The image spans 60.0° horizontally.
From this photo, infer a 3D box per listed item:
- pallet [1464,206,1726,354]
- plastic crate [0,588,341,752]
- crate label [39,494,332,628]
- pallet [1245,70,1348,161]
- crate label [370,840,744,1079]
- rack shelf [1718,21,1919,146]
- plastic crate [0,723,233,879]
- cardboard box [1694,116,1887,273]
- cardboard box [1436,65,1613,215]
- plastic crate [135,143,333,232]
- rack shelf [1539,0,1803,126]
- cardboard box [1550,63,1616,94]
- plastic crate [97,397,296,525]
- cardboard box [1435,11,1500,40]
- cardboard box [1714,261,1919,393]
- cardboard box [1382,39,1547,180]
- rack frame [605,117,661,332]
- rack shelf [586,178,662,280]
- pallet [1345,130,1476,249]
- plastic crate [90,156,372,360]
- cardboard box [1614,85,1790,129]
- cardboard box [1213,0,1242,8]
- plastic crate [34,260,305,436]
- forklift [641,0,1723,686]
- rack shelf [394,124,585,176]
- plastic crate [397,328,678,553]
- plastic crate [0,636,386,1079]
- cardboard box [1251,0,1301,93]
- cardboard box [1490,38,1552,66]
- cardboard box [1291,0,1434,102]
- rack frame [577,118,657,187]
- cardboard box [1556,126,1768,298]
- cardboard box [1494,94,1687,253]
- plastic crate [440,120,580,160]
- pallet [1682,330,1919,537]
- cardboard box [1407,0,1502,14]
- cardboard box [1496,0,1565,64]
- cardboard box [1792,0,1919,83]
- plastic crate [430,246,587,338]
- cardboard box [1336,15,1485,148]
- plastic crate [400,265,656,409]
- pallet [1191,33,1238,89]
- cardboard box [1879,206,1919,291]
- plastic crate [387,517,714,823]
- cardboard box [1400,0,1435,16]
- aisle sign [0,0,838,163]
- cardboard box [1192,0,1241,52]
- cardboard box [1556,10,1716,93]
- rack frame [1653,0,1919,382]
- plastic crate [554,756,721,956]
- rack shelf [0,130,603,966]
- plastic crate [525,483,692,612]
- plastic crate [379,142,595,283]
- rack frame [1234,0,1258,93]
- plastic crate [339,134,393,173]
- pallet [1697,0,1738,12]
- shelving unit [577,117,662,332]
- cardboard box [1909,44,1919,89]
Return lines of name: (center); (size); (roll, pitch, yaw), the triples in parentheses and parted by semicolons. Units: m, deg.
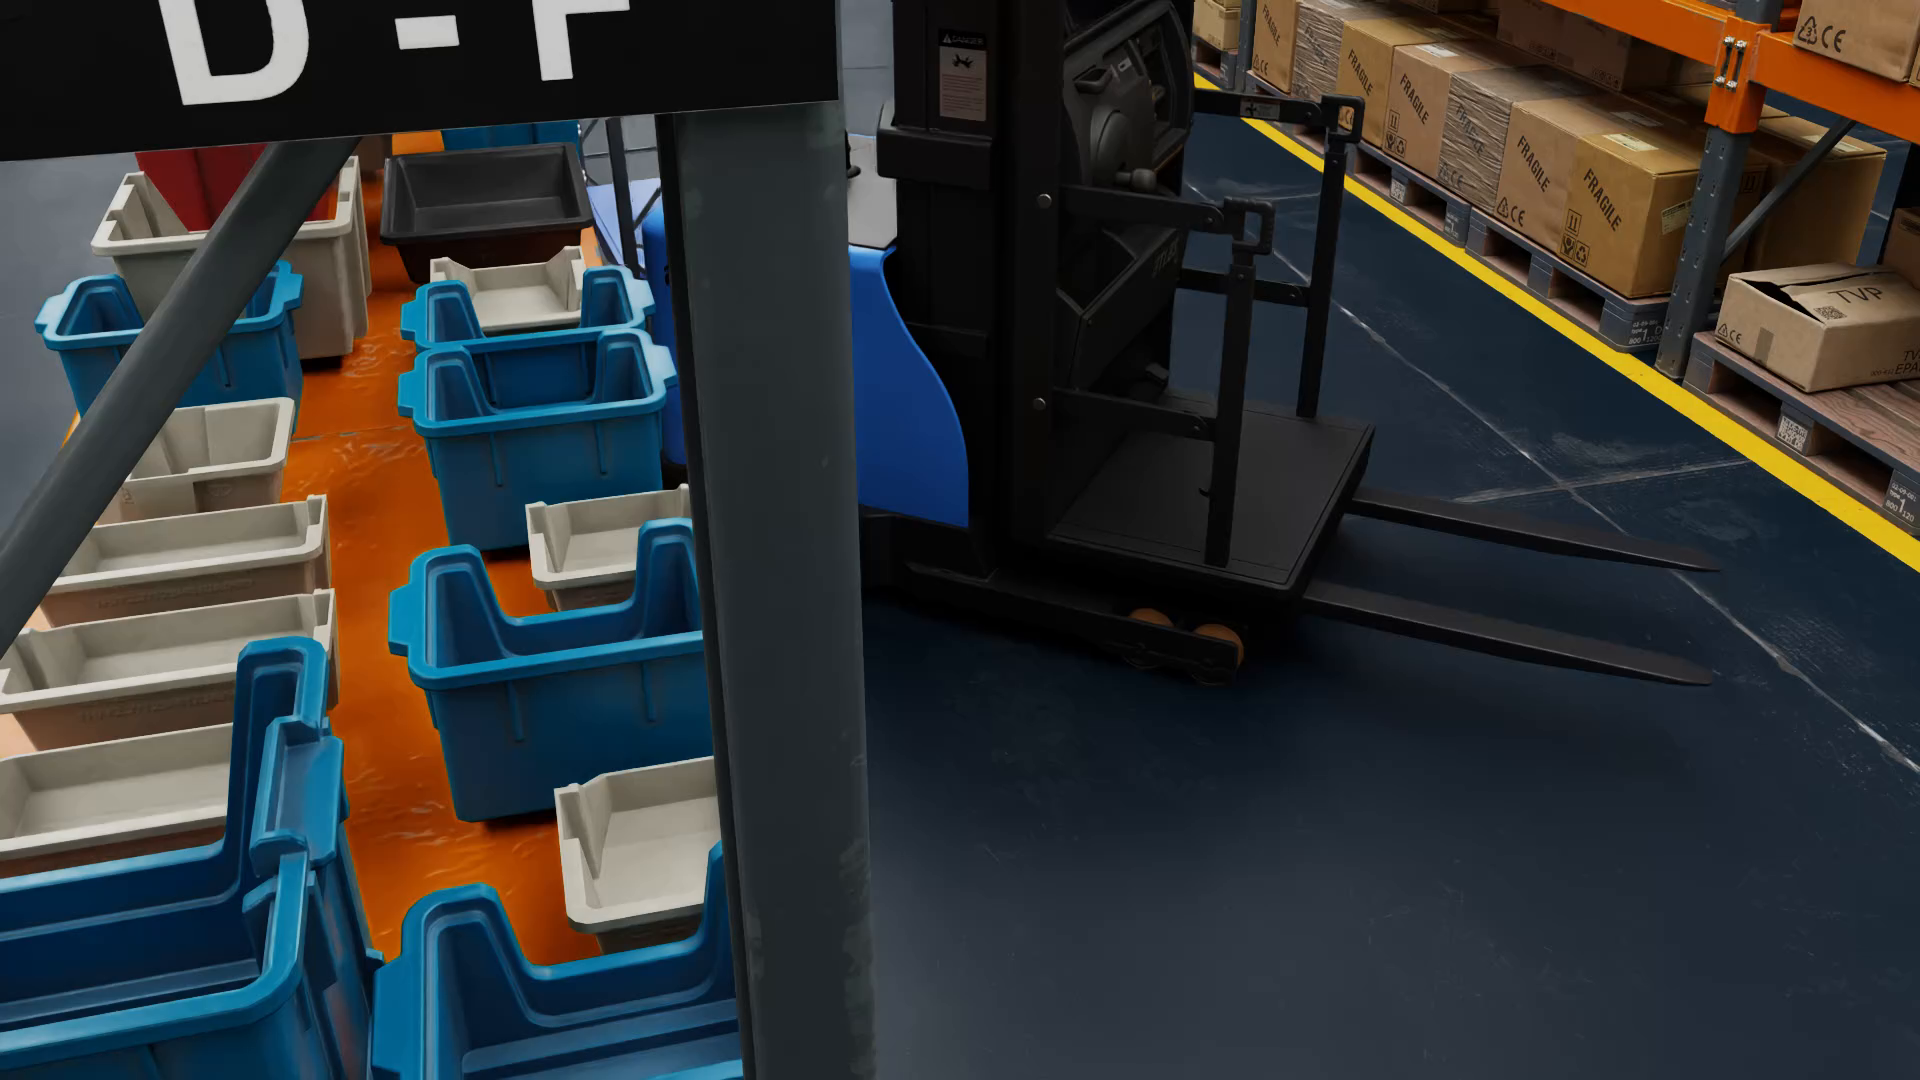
pallet: (2.907, -1.172, 7.065); (1.003, 0.211, 1.213); (-8, 31, -13)
plastic crate: (-1.010, 0.174, 2.159); (0.396, 0.136, 0.243); (-8, 31, -13)
crate label: (-1.107, 0.043, 2.385); (0.396, 0.136, 0.243); (-8, 31, -13)
pallet: (2.259, -2.351, 9.101); (1.003, 0.211, 1.213); (-8, 31, -13)
crate label: (-0.304, 0.481, 1.532); (0.416, 0.233, 0.303); (-8, 31, -13)
rack shelf: (3.690, -0.714, 4.207); (1.077, 0.370, 4.000); (-8, 31, -13)
plastic crate: (-0.947, 0.316, 1.914); (0.396, 0.136, 0.243); (-8, 31, -13)
cardboard box: (3.266, -1.366, 6.672); (0.500, 0.500, 0.500); (-9, 31, -16)
cardboard box: (2.496, -1.782, 7.391); (0.500, 0.500, 0.500); (-7, 31, -13)
plastic crate: (-1.622, -0.924, 3.728); (0.402, 0.464, 0.583); (-8, 31, -13)
rack shelf: (2.628, -2.646, 7.545); (1.077, 0.370, 4.000); (-8, 31, -13)
cardboard box: (2.988, -1.864, 7.533); (0.500, 0.500, 0.500); (-7, 31, -13)
plastic crate: (-1.204, -0.098, 2.628); (0.298, 0.136, 0.250); (-8, 31, -13)
cardboard box: (2.709, -2.361, 8.391); (0.500, 0.500, 0.500); (-9, 31, -15)
cardboard box: (3.062, -0.787, 5.860); (0.500, 0.311, 0.500); (-8, 31, -13)
cardboard box: (2.359, -2.028, 7.815); (0.500, 0.500, 0.500); (-9, 31, -15)
rack frame: (-0.856, -0.989, 5.449); (0.500, 1.500, 0.032); (-12, 32, -17)
rack shelf: (-1.030, -1.072, 5.953); (0.538, 0.185, 1.000); (-12, 32, -17)
pallet: (2.579, -1.763, 8.085); (1.003, 0.211, 1.213); (-8, 31, -13)
plastic crate: (-1.390, -0.547, 3.260); (0.437, 0.282, 0.530); (-8, 31, -13)
cardboard box: (3.113, -1.622, 7.114); (0.500, 0.500, 0.500); (-7, 31, -13)
cardboard box: (1.721, -3.378, 9.857); (0.500, 0.311, 0.500); (-7, 31, -12)
plastic crate: (-1.348, -0.314, 2.905); (0.416, 0.233, 0.300); (-8, 31, -13)
forklift: (0.640, -1.173, 4.352); (3.031, 2.935, 1.130); (13, 32, 21)
rack shelf: (-2.148, -1.989, 6.410); (1.077, 0.370, 4.000); (-8, 31, -13)
plastic crate: (-0.653, -0.155, 2.631); (0.416, 0.233, 0.300); (-8, 31, -13)
plastic crate: (-0.825, 0.419, 1.436); (0.616, 0.435, 0.499); (-8, 31, -13)
cardboard box: (1.943, -2.774, 9.104); (0.500, 0.500, 0.500); (-7, 31, -11)
cardboard box: (2.854, -2.109, 7.955); (0.500, 0.500, 0.500); (-9, 31, -15)
cardboard box: (2.087, -2.522, 8.669); (0.500, 0.500, 0.500); (-9, 31, -15)
rack frame: (-1.212, -1.466, 6.274); (0.500, 1.500, 0.032); (-12, 32, -17)
cardboard box: (2.752, -1.300, 6.558); (0.500, 0.500, 0.500); (-8, 31, -14)
cardboard box: (2.629, -1.540, 6.972); (0.500, 0.500, 0.500); (-8, 31, -13)
plastic crate: (-1.165, -1.173, 4.239); (0.392, 0.384, 0.575); (-8, 31, -13)
pallet: (3.341, -0.453, 5.821); (1.003, 0.211, 1.213); (-8, 31, -13)
cardboard box: (2.591, -2.909, 8.589); (0.500, 0.250, 0.500); (-7, 31, -11)
cardboard box: (2.867, -2.416, 7.737); (0.500, 0.250, 0.500); (-8, 31, -14)
cardboard box: (3.032, -1.752, 5.183); (0.500, 0.500, 0.500); (-7, 31, -12)
plastic crate: (-0.865, -0.445, 3.228); (0.293, 0.136, 0.466); (-8, 31, -13)
cardboard box: (2.215, -2.279, 8.249); (0.500, 0.500, 0.500); (-8, 31, -14)
plastic crate: (-0.733, -0.300, 2.881); (0.416, 0.233, 0.300); (-8, 31, -13)
pallet: (1.917, -3.119, 10.428); (1.003, 0.211, 1.213); (-8, 31, -13)
cardboard box: (3.584, -0.862, 5.802); (0.500, 0.500, 0.500); (-8, 31, -13)
plastic crate: (-0.479, 0.163, 2.082); (0.416, 0.233, 0.300); (-8, 31, -13)
cardboard box: (2.572, -2.611, 8.823); (0.500, 0.500, 0.500); (-7, 31, -11)
aisle sign: (-0.250, -0.532, 0.581); (0.394, 0.787, 0.004); (-8, 31, -13)
cardboard box: (1.723, -3.137, 10.000); (0.500, 0.250, 0.500); (-7, 31, -12)
cardboard box: (3.000, -2.173, 7.318); (0.500, 0.250, 0.500); (-8, 31, -13)
rack frame: (3.159, -1.991, 5.696); (1.000, 3.000, 0.127); (-8, 31, -13)
plastic crate: (-0.309, 0.357, 1.843); (0.250, 0.136, 0.298); (-8, 31, -13)
rack shelf: (-1.087, -0.057, 3.073); (1.077, 0.370, 4.000); (-8, 31, -13)
plastic crate: (-0.489, 0.029, 2.409); (0.250, 0.136, 0.298); (-8, 31, -13)
plastic crate: (-1.061, -0.737, 3.743); (0.437, 0.125, 0.590); (-8, 31, -13)
rack frame: (2.097, -3.923, 9.034); (1.000, 3.000, 0.127); (-8, 31, -13)
plastic crate: (-1.632, -1.003, 4.191); (0.396, 0.136, 0.243); (-8, 31, -13)
pallet: (3.052, -2.309, 6.436); (1.003, 0.211, 1.213); (-8, 31, -13)
shelving unit: (-1.034, -1.227, 5.862); (0.538, 1.500, 1.048); (-12, 32, -17)
cardboard box: (3.171, -1.505, 4.757); (0.500, 0.500, 0.500); (-7, 31, -12)
